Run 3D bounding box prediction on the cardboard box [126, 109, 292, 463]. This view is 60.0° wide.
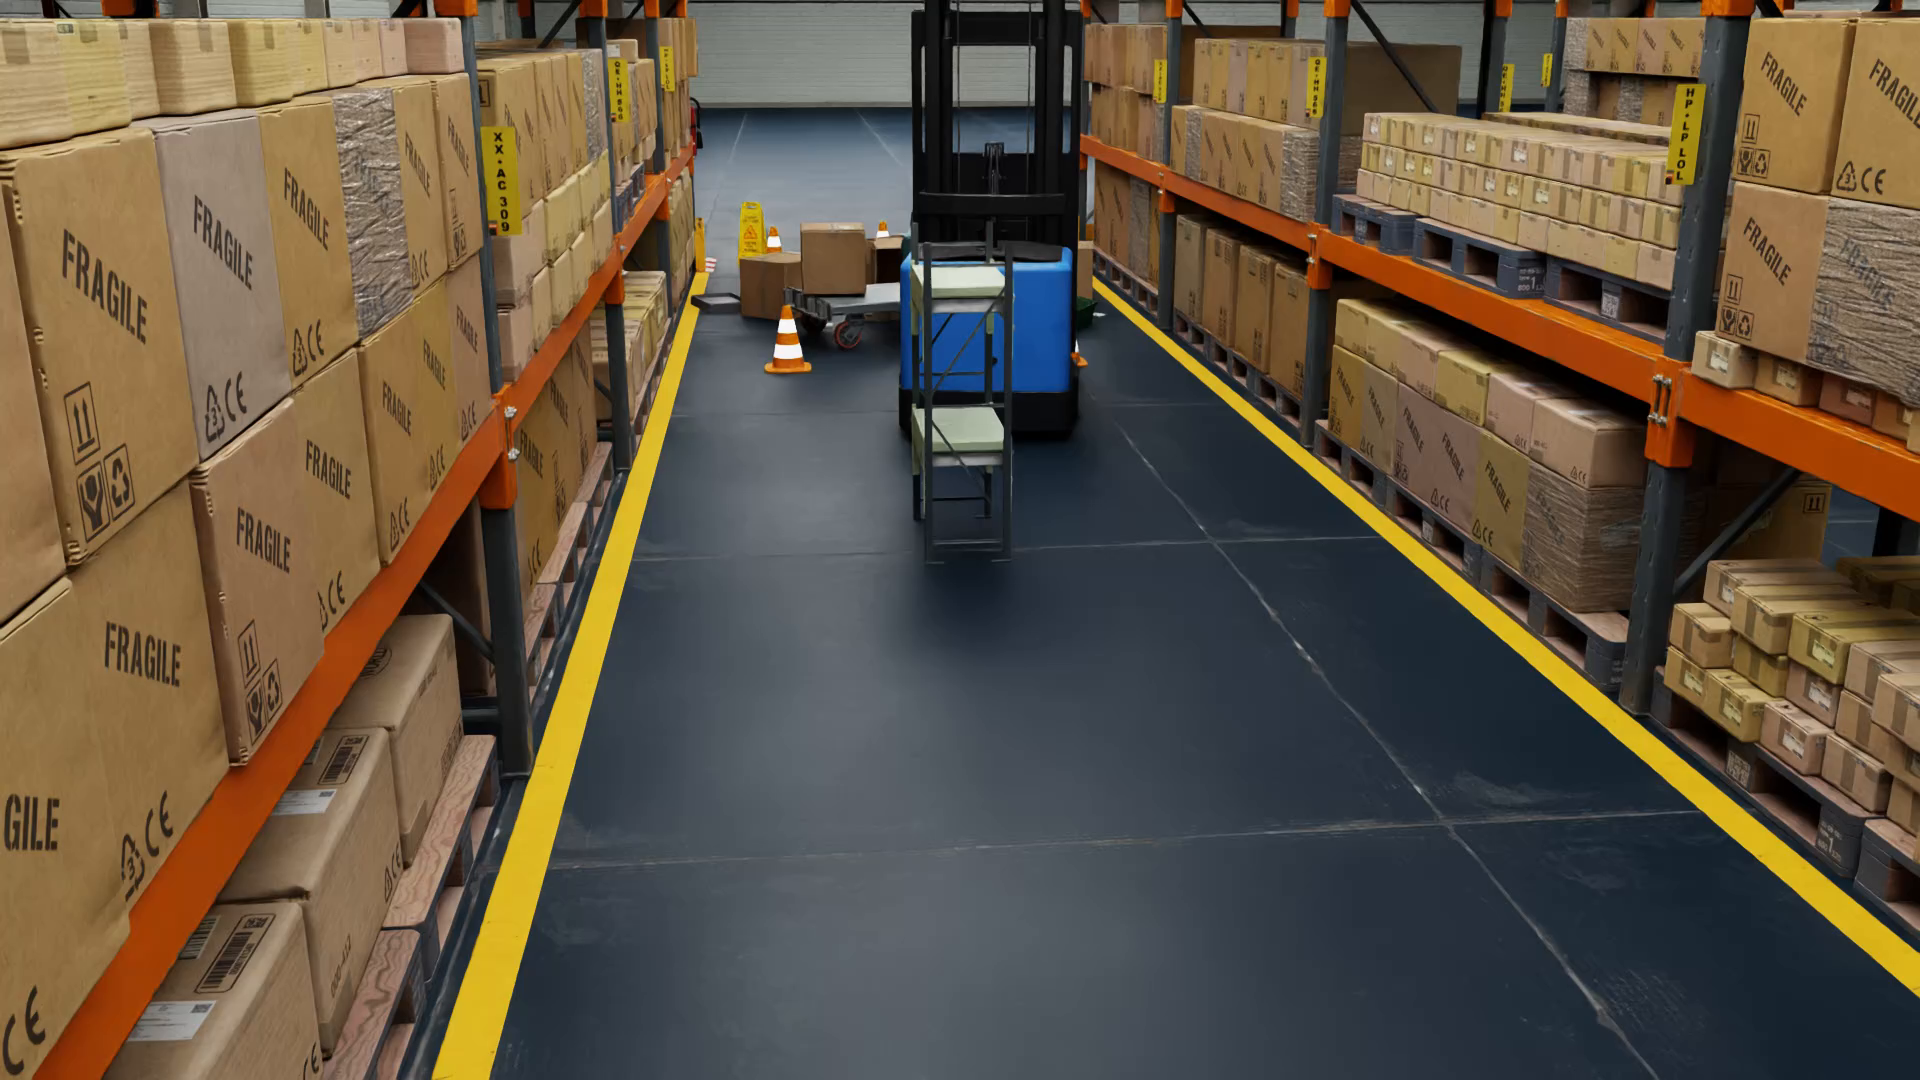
[{"bbox_3d":[-1.428,-0.420,2.671,0.500,0.500,0.500,-2,18,-6],"label":"cardboard box"}]

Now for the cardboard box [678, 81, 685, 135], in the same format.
[{"bbox_3d":[-2.766,-3.942,15.061,0.500,0.500,0.500,-2,18,-6],"label":"cardboard box"}]

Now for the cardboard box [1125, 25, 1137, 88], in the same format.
[{"bbox_3d":[1.977,-4.376,15.054,0.875,0.550,0.500,-2,18,-6],"label":"cardboard box"}]

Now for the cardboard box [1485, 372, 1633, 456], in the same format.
[{"bbox_3d":[2.592,-0.545,7.124,0.500,0.250,0.500,-1,17,-3],"label":"cardboard box"}]

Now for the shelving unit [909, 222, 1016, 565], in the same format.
[{"bbox_3d":[-0.001,-0.718,7.959,0.431,1.500,0.755,-2,18,-6],"label":"shelving unit"}]

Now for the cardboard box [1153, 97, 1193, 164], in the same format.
[{"bbox_3d":[2.085,-3.376,13.673,0.875,0.550,0.550,-2,18,-6],"label":"cardboard box"}]

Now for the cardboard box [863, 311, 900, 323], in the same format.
[{"bbox_3d":[-0.728,-2.017,14.157,0.396,0.266,0.258,16,24,42],"label":"cardboard box"}]

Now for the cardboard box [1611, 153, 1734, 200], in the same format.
[{"bbox_3d":[2.696,-1.369,6.257,0.380,0.149,0.250,-2,18,-7],"label":"cardboard box"}]

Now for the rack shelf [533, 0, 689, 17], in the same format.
[{"bbox_3d":[-2.985,-4.696,14.320,1.077,0.370,4.000,-2,18,-6],"label":"rack shelf"}]

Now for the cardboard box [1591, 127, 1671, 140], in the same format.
[{"bbox_3d":[3.185,-1.850,7.788,0.380,0.149,0.250,-1,17,-3],"label":"cardboard box"}]

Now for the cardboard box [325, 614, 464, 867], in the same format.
[{"bbox_3d":[-1.995,0.584,4.886,0.875,0.438,0.875,-2,18,-6],"label":"cardboard box"}]

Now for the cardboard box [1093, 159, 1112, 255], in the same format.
[{"bbox_3d":[1.858,-3.373,16.760,0.875,0.875,0.875,-2,18,-5],"label":"cardboard box"}]

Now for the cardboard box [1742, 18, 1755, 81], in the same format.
[{"bbox_3d":[6.759,-4.110,13.929,0.500,0.500,0.500,-2,18,-6],"label":"cardboard box"}]

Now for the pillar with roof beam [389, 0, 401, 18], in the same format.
[{"bbox_3d":[-6.527,-12.172,31.925,9.100,9.000,0.400,-2,18,-6],"label":"pillar with roof beam"}]

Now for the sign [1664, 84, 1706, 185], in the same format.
[{"bbox_3d":[2.408,-1.346,5.523,0.100,0.325,0.005,-2,18,-6],"label":"sign"}]

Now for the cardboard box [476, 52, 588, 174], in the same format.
[{"bbox_3d":[-1.947,-1.898,7.379,0.500,0.500,0.500,-2,18,-6],"label":"cardboard box"}]

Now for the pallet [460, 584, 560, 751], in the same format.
[{"bbox_3d":[-2.108,0.474,6.314,1.003,0.211,1.213,-2,18,-6],"label":"pallet"}]

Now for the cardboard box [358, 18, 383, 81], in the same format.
[{"bbox_3d":[-1.670,-1.224,4.150,0.380,0.149,0.250,-2,18,-6],"label":"cardboard box"}]

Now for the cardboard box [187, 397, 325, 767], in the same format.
[{"bbox_3d":[-1.419,0.062,2.806,0.500,0.500,0.500,-2,18,-6],"label":"cardboard box"}]

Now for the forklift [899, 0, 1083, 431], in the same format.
[{"bbox_3d":[0.253,-2.445,11.072,1.130,2.935,3.031,1,17,4],"label":"forklift"}]

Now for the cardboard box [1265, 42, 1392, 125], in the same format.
[{"bbox_3d":[2.402,-2.966,10.779,0.700,0.500,0.500,-2,18,-6],"label":"cardboard box"}]

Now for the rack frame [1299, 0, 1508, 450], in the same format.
[{"bbox_3d":[2.547,-2.003,9.550,1.000,3.000,0.127,-2,18,-6],"label":"rack frame"}]

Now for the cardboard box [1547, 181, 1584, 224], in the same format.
[{"bbox_3d":[2.639,-1.380,6.787,0.380,0.149,0.250,-2,18,-7],"label":"cardboard box"}]

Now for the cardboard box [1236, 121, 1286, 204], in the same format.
[{"bbox_3d":[2.132,-2.474,10.884,0.500,0.500,0.500,-2,18,-7],"label":"cardboard box"}]

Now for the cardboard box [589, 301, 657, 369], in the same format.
[{"bbox_3d":[-2.571,-1.381,11.255,0.950,0.372,0.625,-1,17,-4],"label":"cardboard box"}]

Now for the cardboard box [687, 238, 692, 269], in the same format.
[{"bbox_3d":[-2.794,-2.705,15.675,0.500,0.250,0.500,-2,18,-5],"label":"cardboard box"}]

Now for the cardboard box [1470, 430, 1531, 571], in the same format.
[{"bbox_3d":[2.581,-0.185,7.230,0.500,0.500,0.500,-2,18,-7],"label":"cardboard box"}]

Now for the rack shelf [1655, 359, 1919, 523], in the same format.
[{"bbox_3d":[3.166,0.128,3.964,1.077,0.370,4.000,-2,18,-6],"label":"rack shelf"}]

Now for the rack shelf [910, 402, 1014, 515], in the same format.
[{"bbox_3d":[-0.001,-0.407,8.056,0.431,0.370,0.720,-2,18,-6],"label":"rack shelf"}]

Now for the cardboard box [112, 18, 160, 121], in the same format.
[{"bbox_3d":[-1.437,-0.697,2.469,0.380,0.149,0.250,-2,18,-5],"label":"cardboard box"}]

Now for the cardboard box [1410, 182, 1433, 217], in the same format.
[{"bbox_3d":[2.478,-1.704,8.314,0.380,0.149,0.250,-1,17,-3],"label":"cardboard box"}]

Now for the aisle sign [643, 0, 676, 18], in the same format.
[{"bbox_3d":[-2.909,-5.471,16.257,0.394,0.787,0.004,-2,18,-6],"label":"aisle sign"}]

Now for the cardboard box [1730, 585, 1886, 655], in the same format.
[{"bbox_3d":[2.759,0.257,5.415,0.380,0.149,0.250,-1,17,-3],"label":"cardboard box"}]

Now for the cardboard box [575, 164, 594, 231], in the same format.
[{"bbox_3d":[-1.933,-1.546,7.510,0.500,0.250,0.500,-2,18,-7],"label":"cardboard box"}]

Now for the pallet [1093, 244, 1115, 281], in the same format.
[{"bbox_3d":[1.883,-2.820,16.809,1.003,0.211,1.213,-2,18,-6],"label":"pallet"}]

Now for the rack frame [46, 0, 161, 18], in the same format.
[{"bbox_3d":[-8.128,-4.049,16.067,1.000,3.000,0.127,-2,18,-6],"label":"rack frame"}]

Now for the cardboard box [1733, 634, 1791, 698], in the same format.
[{"bbox_3d":[2.794,0.397,5.467,0.380,0.149,0.250,-2,18,-5],"label":"cardboard box"}]

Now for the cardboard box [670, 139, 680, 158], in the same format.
[{"bbox_3d":[-2.614,-3.377,14.346,0.380,0.149,0.250,-2,18,-5],"label":"cardboard box"}]

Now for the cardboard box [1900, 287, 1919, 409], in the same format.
[{"bbox_3d":[2.835,-0.547,4.249,0.500,0.500,0.500,-2,18,-7],"label":"cardboard box"}]

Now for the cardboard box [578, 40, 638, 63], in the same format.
[{"bbox_3d":[-2.370,-3.295,11.217,0.380,0.149,0.250,-3,18,-8],"label":"cardboard box"}]

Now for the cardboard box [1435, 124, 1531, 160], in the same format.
[{"bbox_3d":[2.510,-1.911,7.982,0.380,0.149,0.250,-1,17,-3],"label":"cardboard box"}]

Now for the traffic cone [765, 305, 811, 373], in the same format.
[{"bbox_3d":[-1.258,-1.475,12.104,0.336,0.463,0.334,-2,18,-6],"label":"traffic cone"}]

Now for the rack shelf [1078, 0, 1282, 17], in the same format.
[{"bbox_3d":[1.929,-4.879,14.903,1.077,0.370,4.000,-2,18,-6],"label":"rack shelf"}]

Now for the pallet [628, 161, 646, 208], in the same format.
[{"bbox_3d":[-2.611,-2.317,10.870,1.003,0.211,1.213,-2,18,-6],"label":"pallet"}]

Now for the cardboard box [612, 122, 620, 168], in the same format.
[{"bbox_3d":[-2.182,-2.351,9.295,0.500,0.500,0.500,-2,18,-7],"label":"cardboard box"}]

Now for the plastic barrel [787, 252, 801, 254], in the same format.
[{"bbox_3d":[-1.472,-2.406,15.134,0.512,0.421,0.421,11,21,32],"label":"plastic barrel"}]

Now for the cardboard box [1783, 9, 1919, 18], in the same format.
[{"bbox_3d":[7.022,-3.564,12.818,1.000,1.000,1.000,-2,18,-5],"label":"cardboard box"}]

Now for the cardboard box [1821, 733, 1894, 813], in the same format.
[{"bbox_3d":[2.859,0.692,5.022,0.380,0.149,0.250,-2,18,-7],"label":"cardboard box"}]

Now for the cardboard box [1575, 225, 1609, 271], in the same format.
[{"bbox_3d":[2.671,-1.156,6.569,0.380,0.149,0.250,-2,18,-6],"label":"cardboard box"}]

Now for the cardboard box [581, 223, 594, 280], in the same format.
[{"bbox_3d":[-1.951,-1.304,7.573,0.500,0.250,0.500,-2,18,-6],"label":"cardboard box"}]

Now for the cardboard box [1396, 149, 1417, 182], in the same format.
[{"bbox_3d":[2.458,-1.915,8.492,0.380,0.149,0.250,-2,18,-7],"label":"cardboard box"}]

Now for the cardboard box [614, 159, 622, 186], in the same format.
[{"bbox_3d":[-2.192,-2.172,9.804,0.380,0.149,0.250,-3,18,-9],"label":"cardboard box"}]

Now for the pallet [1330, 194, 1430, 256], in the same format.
[{"bbox_3d":[2.727,-1.703,8.913,1.213,0.211,1.003,-2,18,-6],"label":"pallet"}]

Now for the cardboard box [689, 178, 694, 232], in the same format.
[{"bbox_3d":[-2.849,-3.219,16.061,0.500,0.500,0.500,-2,18,-5],"label":"cardboard box"}]
